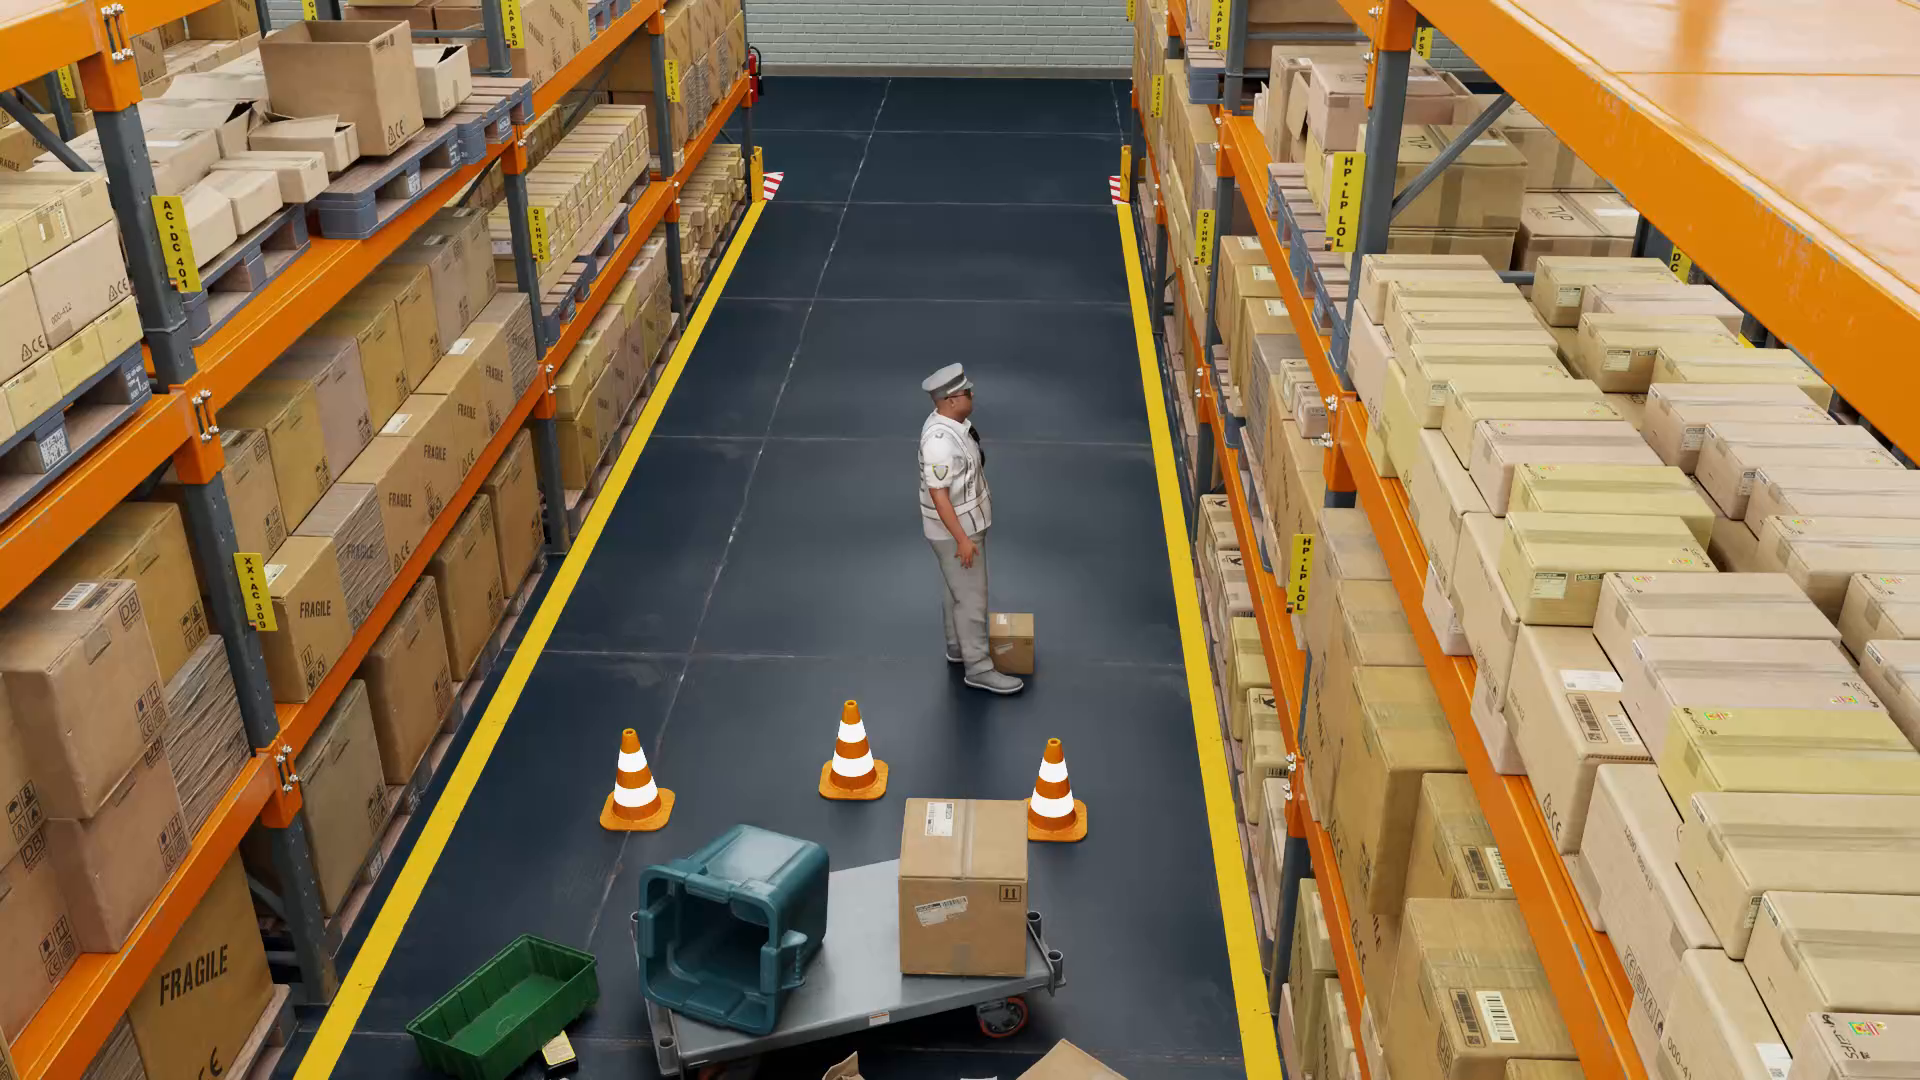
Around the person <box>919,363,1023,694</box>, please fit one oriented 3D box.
[{"bbox_3d":[0.071,-0.092,8.970,0.574,1.780,0.640,1,28,2],"label":"person"}]
